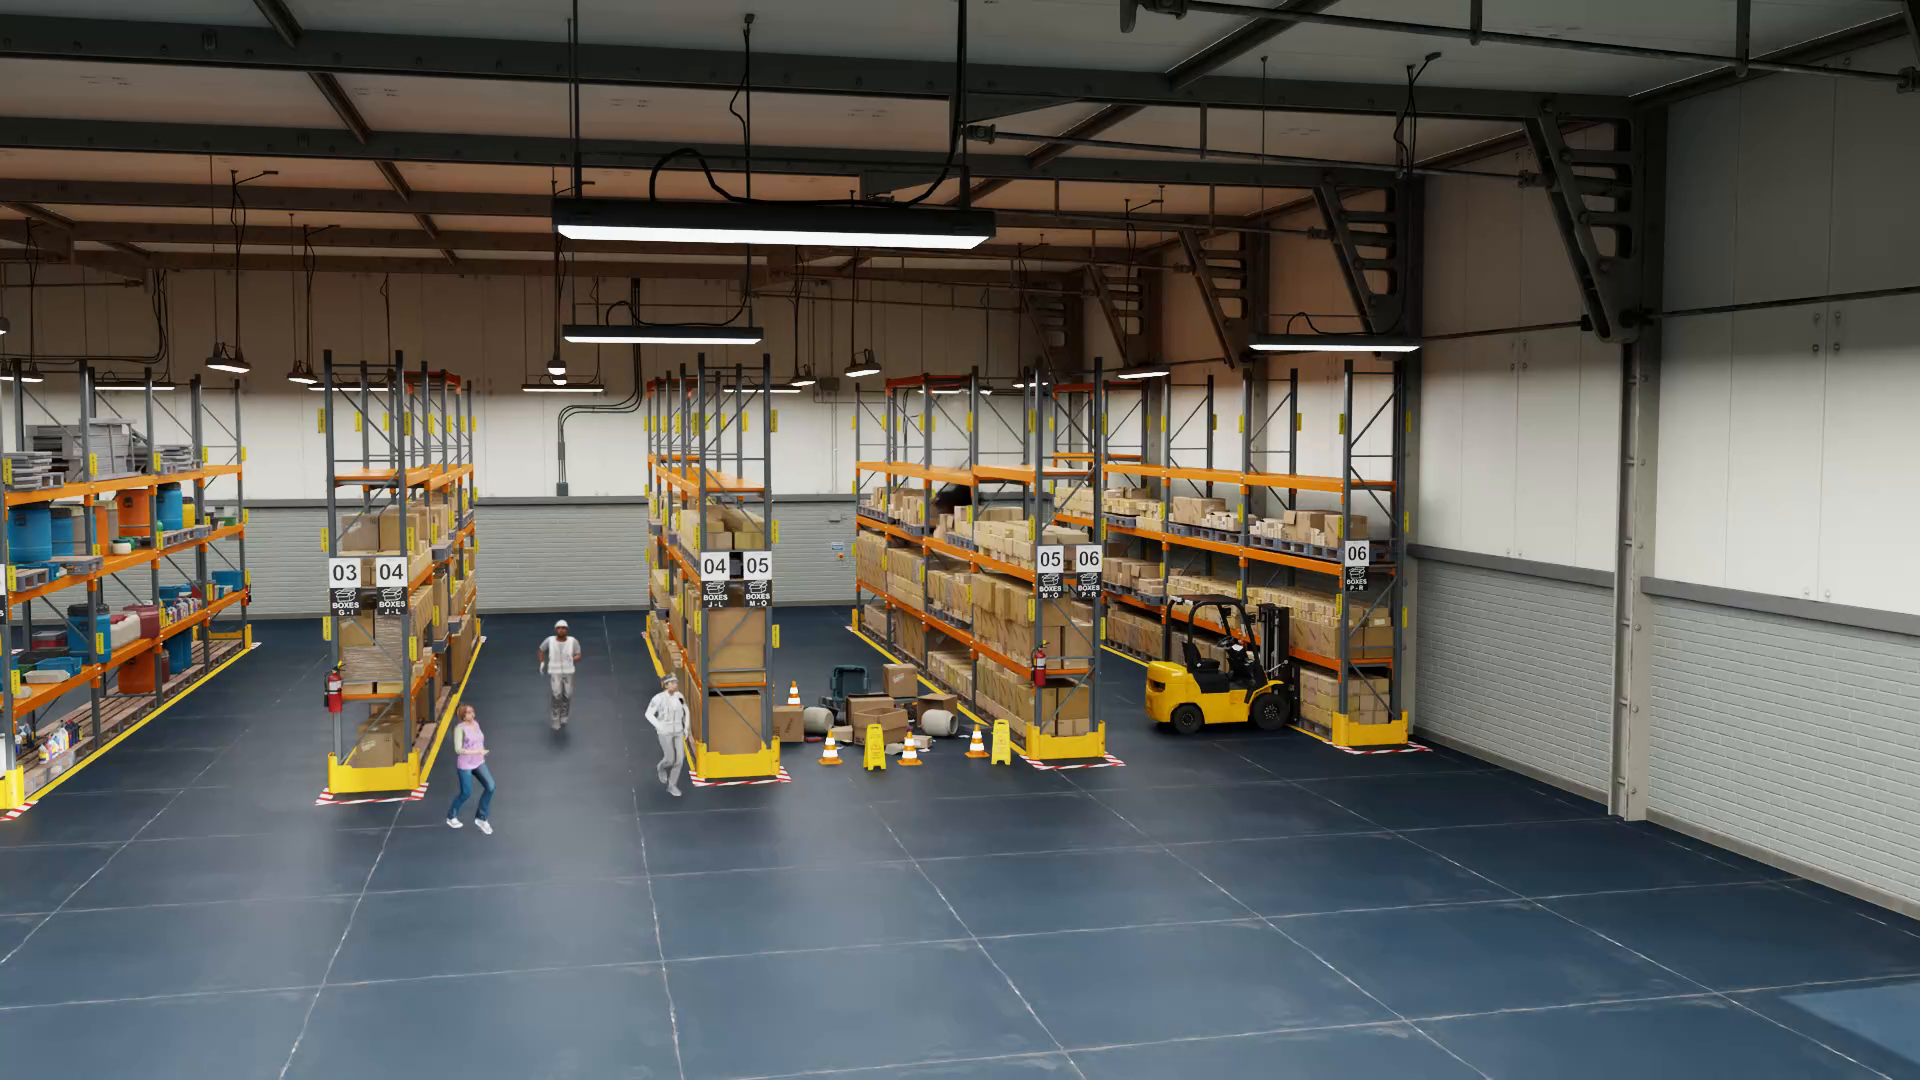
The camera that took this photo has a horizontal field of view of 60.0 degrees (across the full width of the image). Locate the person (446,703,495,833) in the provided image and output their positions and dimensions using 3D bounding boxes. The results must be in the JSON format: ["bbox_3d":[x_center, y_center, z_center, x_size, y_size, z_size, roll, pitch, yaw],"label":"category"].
[{"bbox_3d":[-6.014,2.799,20.428,0.703,1.609,0.542,2,5,29],"label":"person"}]

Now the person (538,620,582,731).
[{"bbox_3d":[-6.542,2.217,27.282,0.658,1.803,0.726,-2,4,-22],"label":"person"}]

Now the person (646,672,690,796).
[{"bbox_3d":[-3.947,2.615,22.594,0.655,1.667,0.530,-3,5,-35],"label":"person"}]
